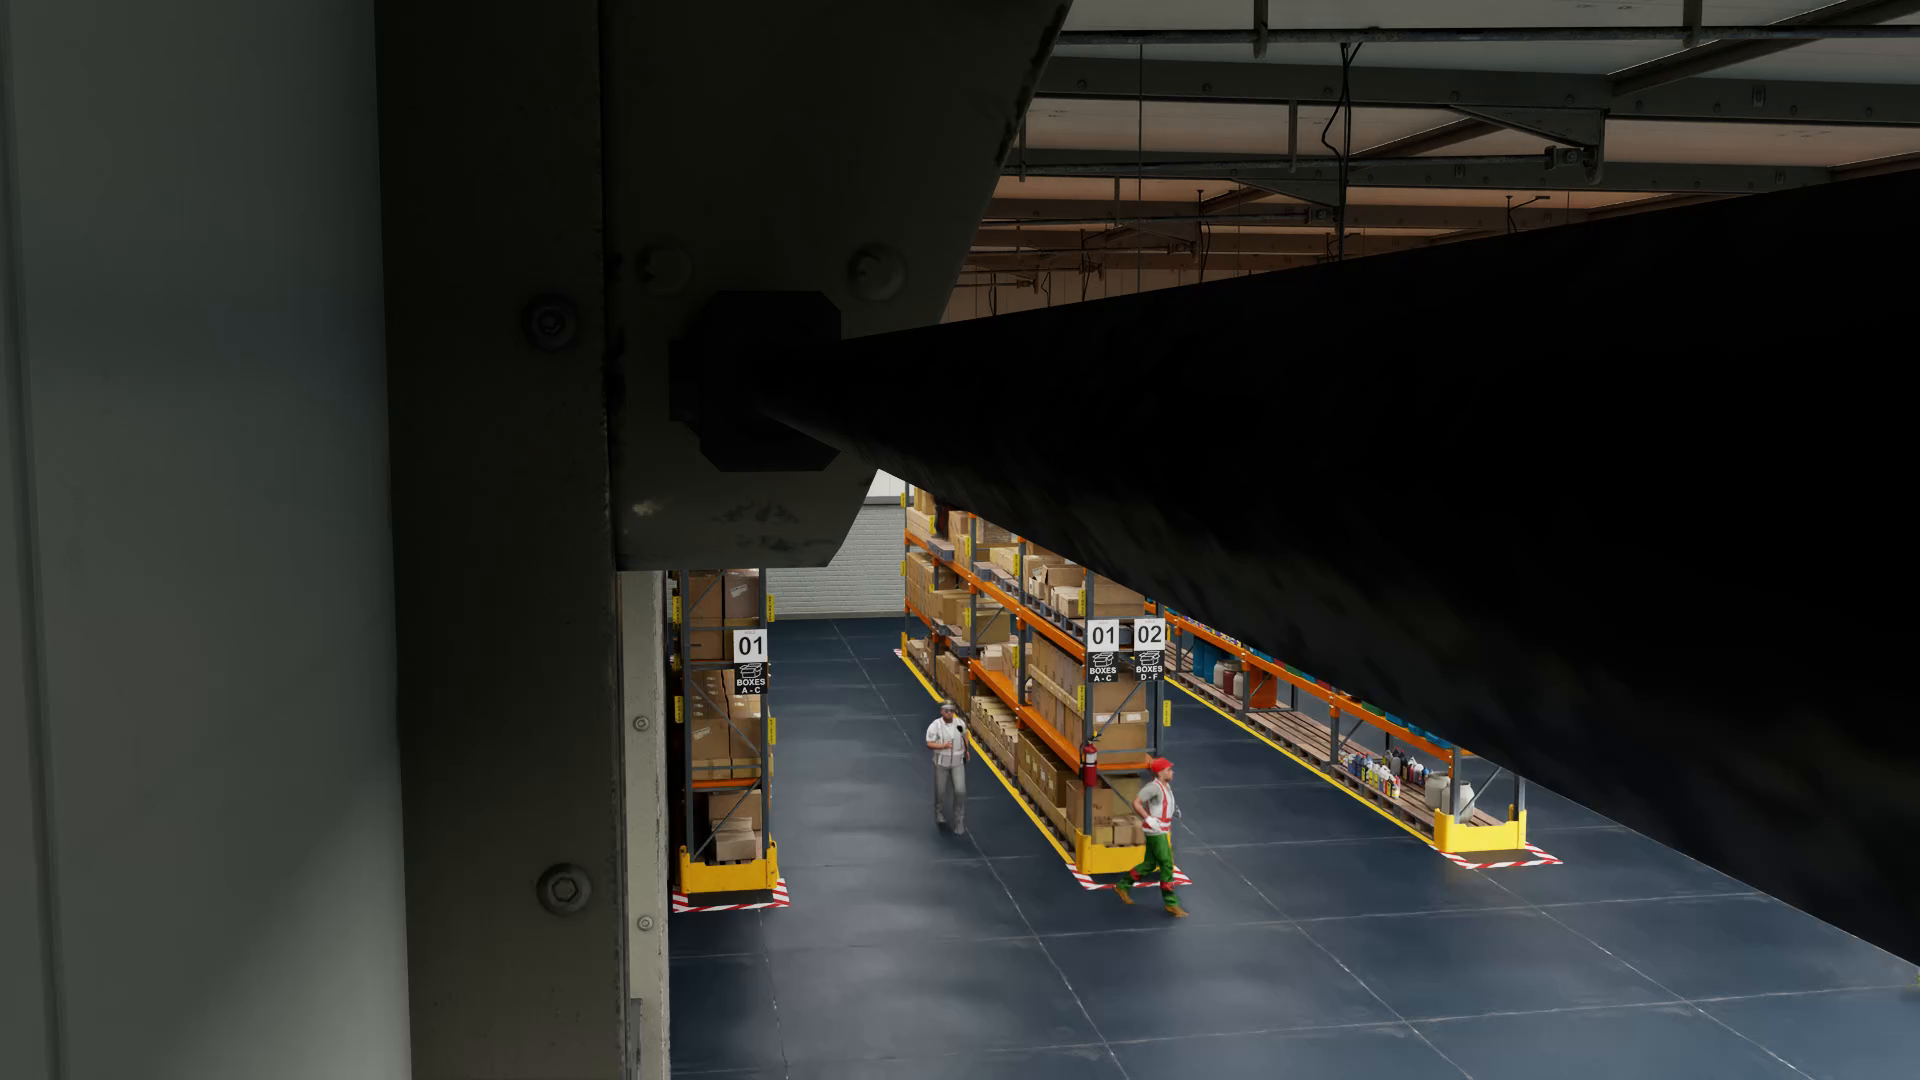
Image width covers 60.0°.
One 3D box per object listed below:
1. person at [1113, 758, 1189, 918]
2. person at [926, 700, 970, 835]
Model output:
[{"bbox_3d":[2.286,3.437,19.478,0.925,1.796,0.678,2,6,20],"label":"person"},{"bbox_3d":[-0.163,3.092,22.822,0.626,1.853,0.792,-1,6,-11],"label":"person"}]
